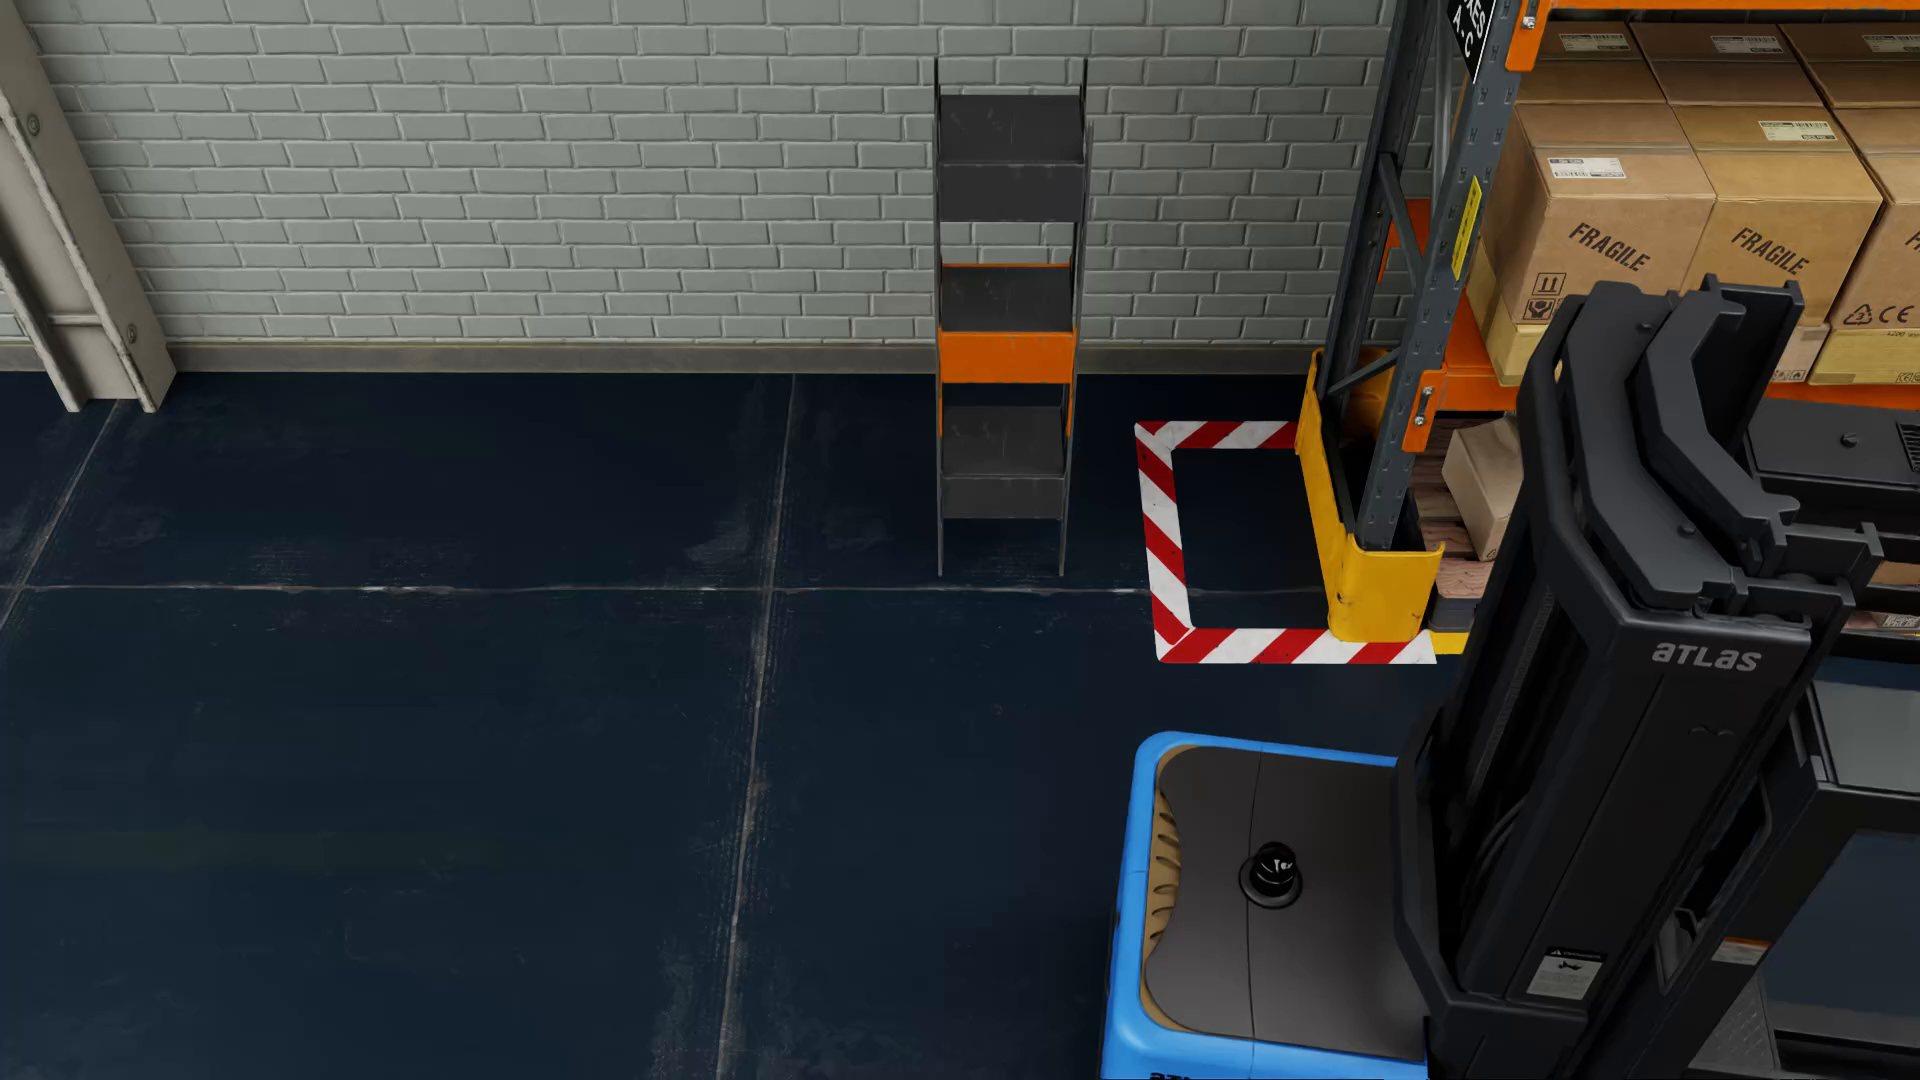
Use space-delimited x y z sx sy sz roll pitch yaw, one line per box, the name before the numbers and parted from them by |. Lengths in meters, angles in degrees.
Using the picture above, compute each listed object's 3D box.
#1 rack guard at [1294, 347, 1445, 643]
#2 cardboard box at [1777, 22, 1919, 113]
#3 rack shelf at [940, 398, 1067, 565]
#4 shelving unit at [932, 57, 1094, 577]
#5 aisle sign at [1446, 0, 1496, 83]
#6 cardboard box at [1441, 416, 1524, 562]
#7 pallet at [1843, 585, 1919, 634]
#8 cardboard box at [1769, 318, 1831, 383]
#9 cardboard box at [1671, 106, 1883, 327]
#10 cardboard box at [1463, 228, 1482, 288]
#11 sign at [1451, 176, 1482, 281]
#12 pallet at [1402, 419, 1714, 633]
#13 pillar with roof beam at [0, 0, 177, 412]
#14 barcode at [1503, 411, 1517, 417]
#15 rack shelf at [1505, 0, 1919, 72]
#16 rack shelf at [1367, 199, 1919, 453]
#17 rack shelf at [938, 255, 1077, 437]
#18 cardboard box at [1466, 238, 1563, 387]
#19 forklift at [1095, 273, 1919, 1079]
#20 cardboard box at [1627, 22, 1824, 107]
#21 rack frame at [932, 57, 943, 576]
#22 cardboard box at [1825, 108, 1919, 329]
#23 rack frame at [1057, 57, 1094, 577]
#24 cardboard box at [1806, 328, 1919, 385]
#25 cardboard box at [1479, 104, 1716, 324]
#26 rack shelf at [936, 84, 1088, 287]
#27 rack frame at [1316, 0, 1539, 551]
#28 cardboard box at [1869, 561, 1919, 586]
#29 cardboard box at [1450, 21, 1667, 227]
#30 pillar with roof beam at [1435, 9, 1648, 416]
rack guard | 1.621 -0.201 6.676 0.348 0.500 1.175 0 47 0
cardboard box | 3.037 -1.411 5.672 0.500 0.500 0.500 -1 47 -1
rack shelf | 0.166 -0.229 6.584 0.480 0.518 0.431 0 47 0
shelving unit | 0.166 -0.715 6.062 0.503 2.100 0.431 0 47 0
aisle sign | 1.472 -1.719 4.606 0.004 0.787 0.394 0 47 0
cardboard box | 2.236 -0.219 6.522 0.500 0.311 0.500 -5 47 -4
pallet | 3.650 -0.069 6.751 1.213 0.211 1.003 0 47 0
cardboard box | 2.551 -0.784 5.600 0.500 0.250 0.500 -1 47 -1
cardboard box | 2.515 -1.034 5.321 0.500 0.500 0.500 0 47 0
cardboard box | 2.013 -1.149 5.940 0.500 0.250 0.500 1 47 1
sign | 1.543 -0.951 5.075 0.005 0.325 0.100 0 47 0
pallet | 2.433 -0.074 6.756 1.213 0.211 1.003 0 47 0
pillar with roof beam | -3.768 -0.593 1.235 0.400 9.000 9.100 0 47 0
barcode | 2.256 -0.515 6.791 0.075 0.075 0.001 0 47 0
rack shelf | 3.545 -1.824 4.922 4.000 0.370 1.077 0 47 0
rack shelf | 3.545 -0.802 6.020 4.000 0.370 1.077 0 47 0
rack shelf | 0.166 -0.706 6.072 0.480 0.518 0.431 0 47 0
cardboard box | 2.031 -0.775 5.592 0.500 0.250 0.500 -1 47 -1
forklift | 1.938 0.790 4.093 3.031 2.935 1.130 6 47 6
cardboard box | 2.520 -1.410 5.670 0.500 0.500 0.500 1 47 1
rack frame | -0.078 -0.716 6.062 0.015 2.100 0.400 0 47 0
cardboard box | 3.032 -1.028 5.315 0.500 0.500 0.500 -1 47 -1
rack frame | 0.410 -0.714 6.061 0.015 2.100 0.400 0 47 0
cardboard box | 3.060 -0.778 5.595 0.500 0.250 0.500 -1 47 0
cardboard box | 2.021 -1.043 5.329 0.500 0.500 0.500 0 47 0
rack shelf | 0.166 -1.183 5.559 0.480 0.518 0.431 0 47 0
rack frame | 1.545 -1.053 5.761 0.127 3.000 1.000 0 47 0
cardboard box | 3.540 -0.243 6.415 0.500 0.500 0.700 -3 47 -2
cardboard box | 2.017 -1.418 5.678 0.500 0.500 0.500 0 47 0
pillar with roof beam | 2.232 -0.577 1.220 0.400 9.000 9.100 0 47 0
